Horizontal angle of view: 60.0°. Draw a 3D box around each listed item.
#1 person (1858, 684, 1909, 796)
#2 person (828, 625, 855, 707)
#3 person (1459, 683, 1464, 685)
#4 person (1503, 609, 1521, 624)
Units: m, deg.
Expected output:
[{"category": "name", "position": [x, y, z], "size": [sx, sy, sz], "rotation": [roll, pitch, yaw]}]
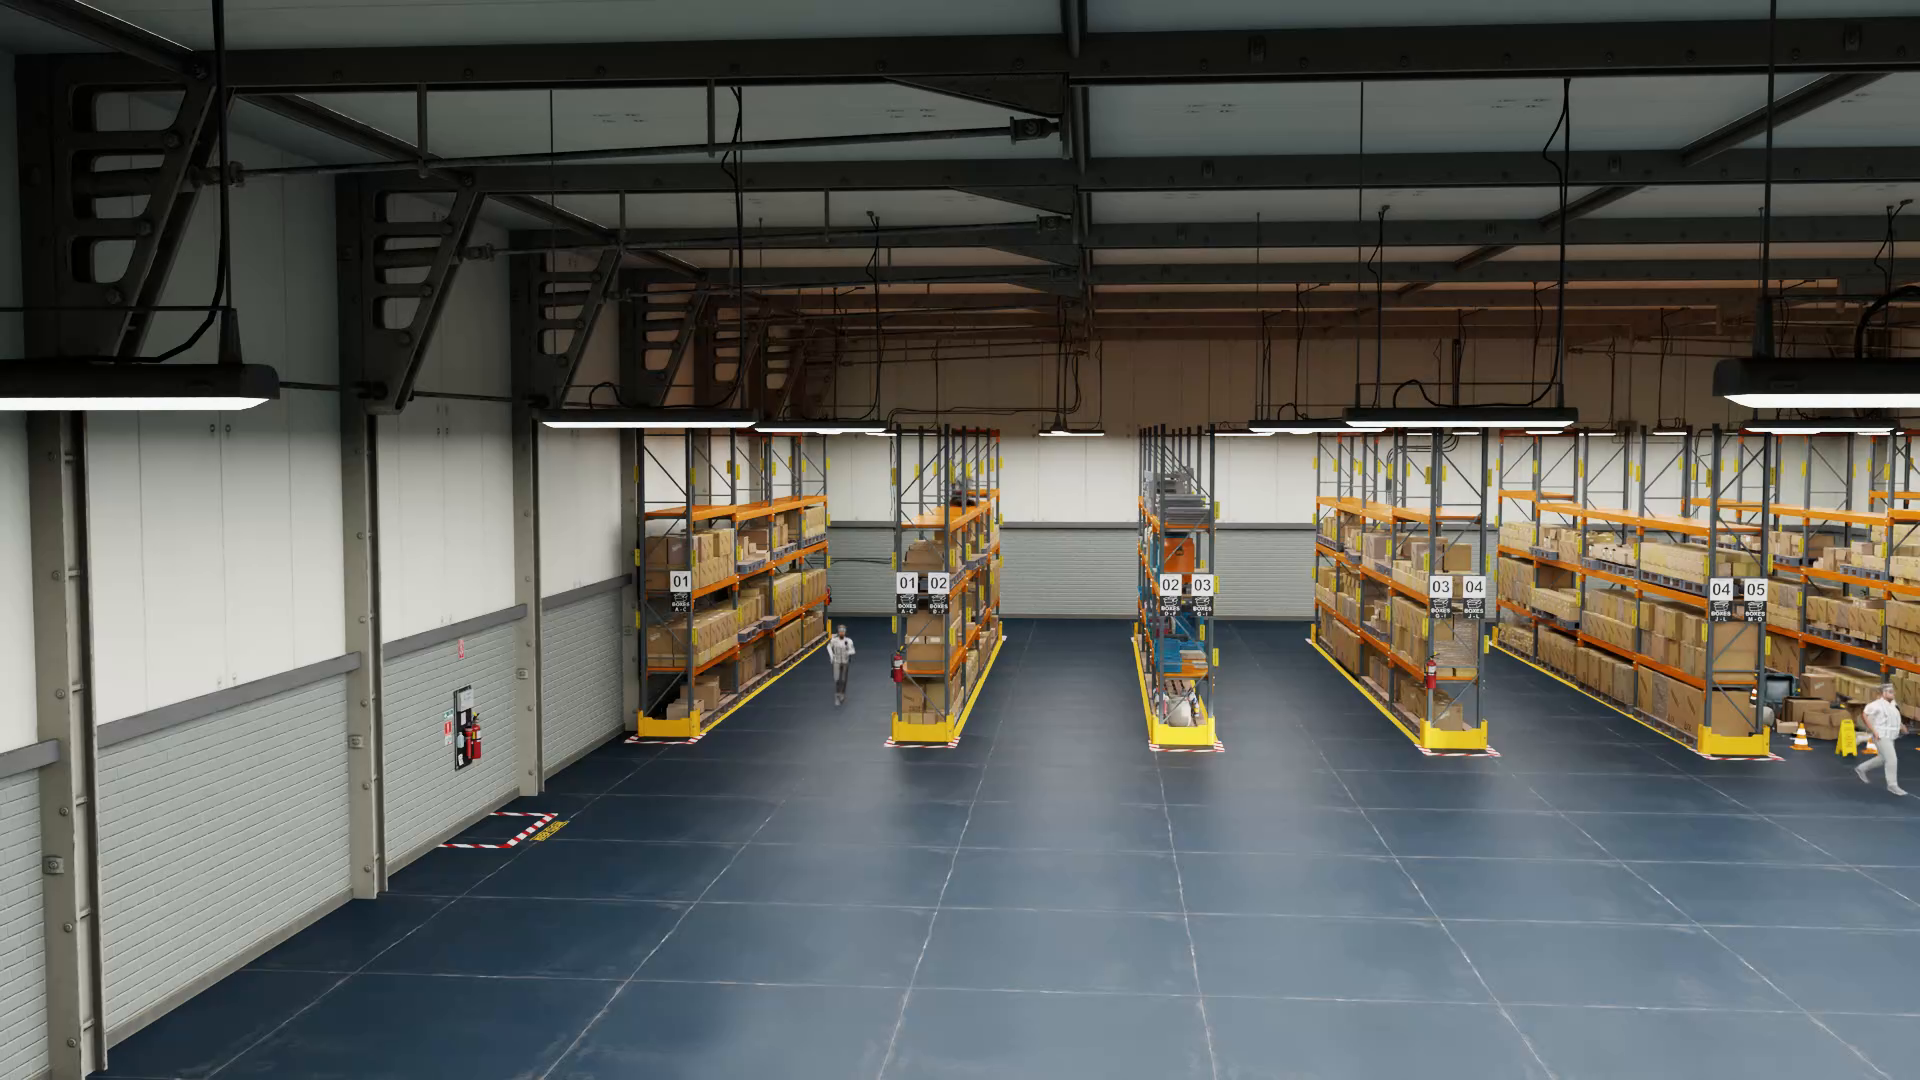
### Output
[{"category": "person", "position": [15.043, 3.207, 27.022], "size": [0.675, 1.782, 0.833], "rotation": [-2, 4, -35]}, {"category": "person", "position": [-2.553, 2.693, 35.872], "size": [0.601, 1.748, 0.795], "rotation": [0, 3, -5]}, {"category": "person", "position": [11.665, 2.475, 38.892], "size": [0.732, 1.750, 0.928], "rotation": [0, 3, 5]}, {"category": "person", "position": [15.799, 2.014, 47.385], "size": [0.548, 1.697, 0.682], "rotation": [0, 3, 1]}]
